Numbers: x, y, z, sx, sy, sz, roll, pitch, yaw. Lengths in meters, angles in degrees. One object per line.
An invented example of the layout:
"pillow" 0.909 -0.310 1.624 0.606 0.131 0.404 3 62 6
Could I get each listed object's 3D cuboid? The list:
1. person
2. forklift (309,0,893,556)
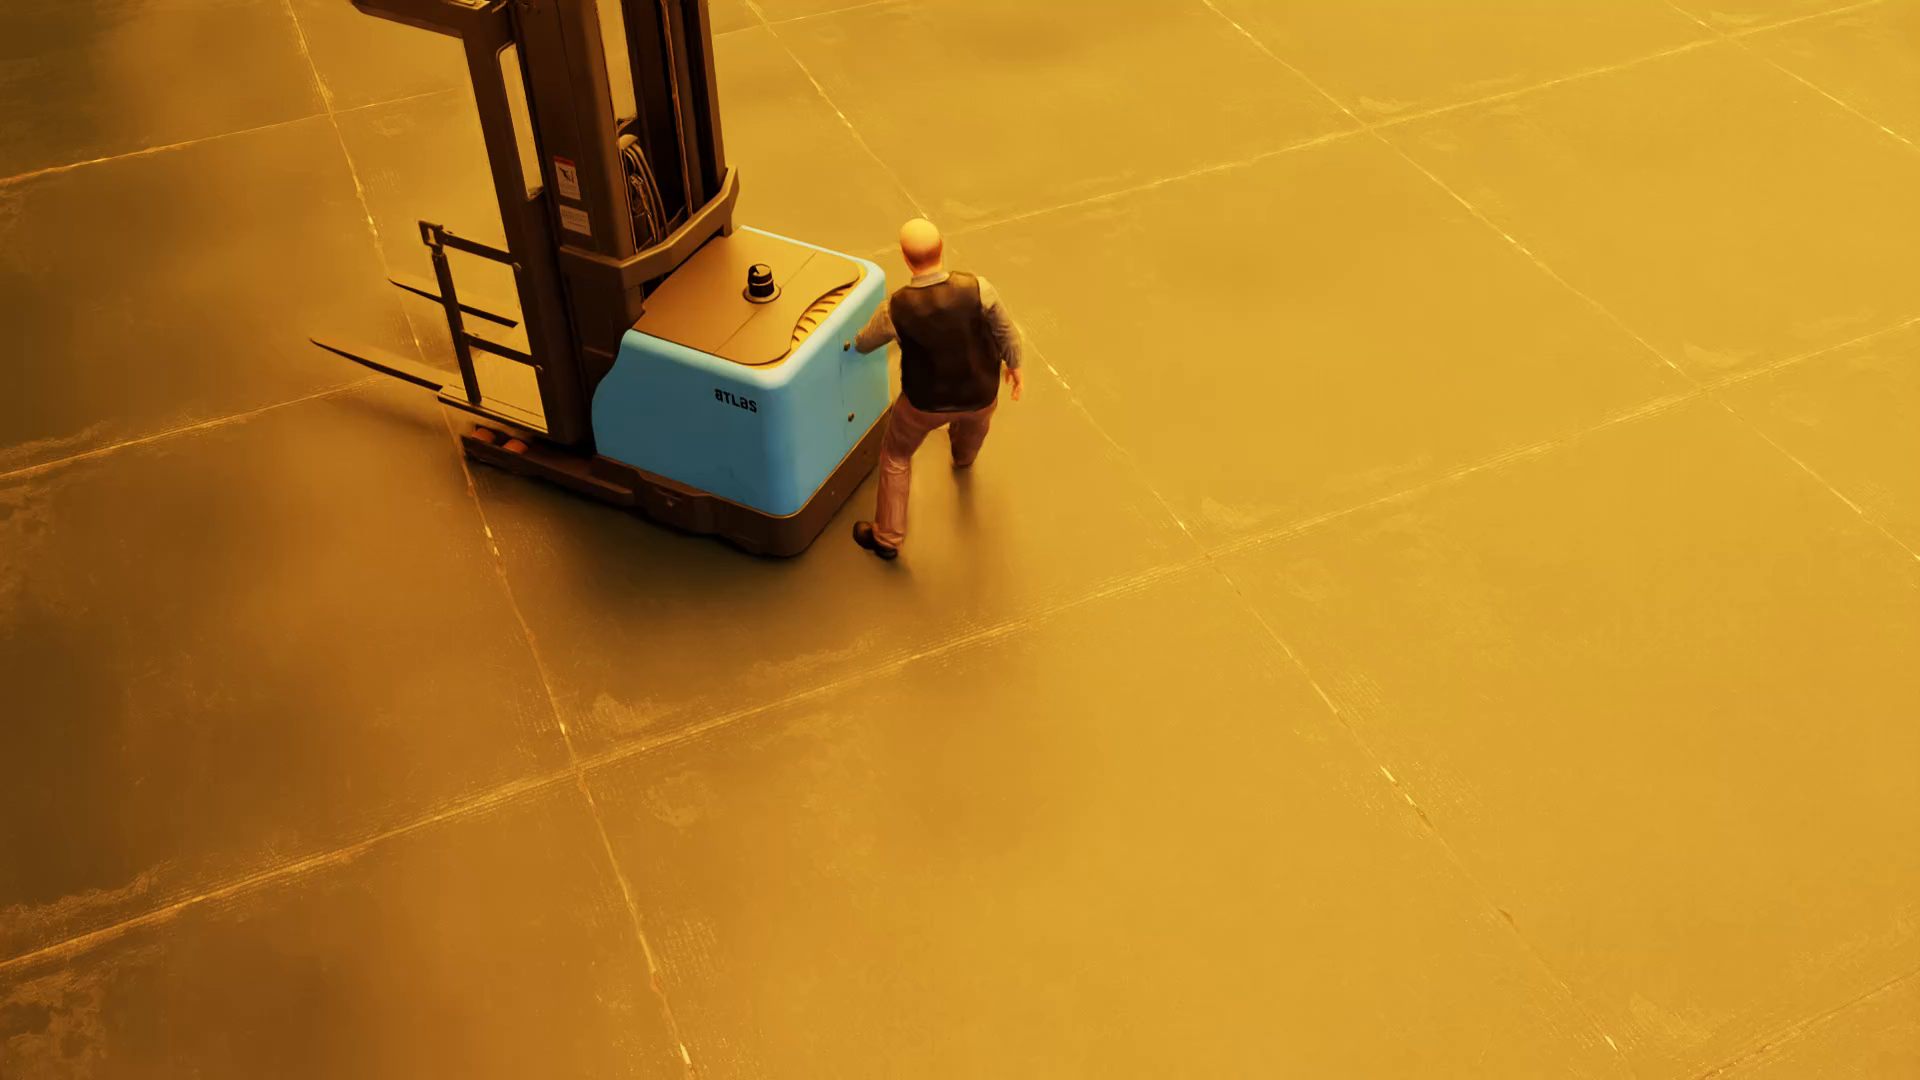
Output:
"person" -0.138 -0.799 7.528 0.810 1.653 0.889 -6 43 -6
"forklift" -1.879 -1.701 7.502 3.031 2.935 1.130 19 46 19
